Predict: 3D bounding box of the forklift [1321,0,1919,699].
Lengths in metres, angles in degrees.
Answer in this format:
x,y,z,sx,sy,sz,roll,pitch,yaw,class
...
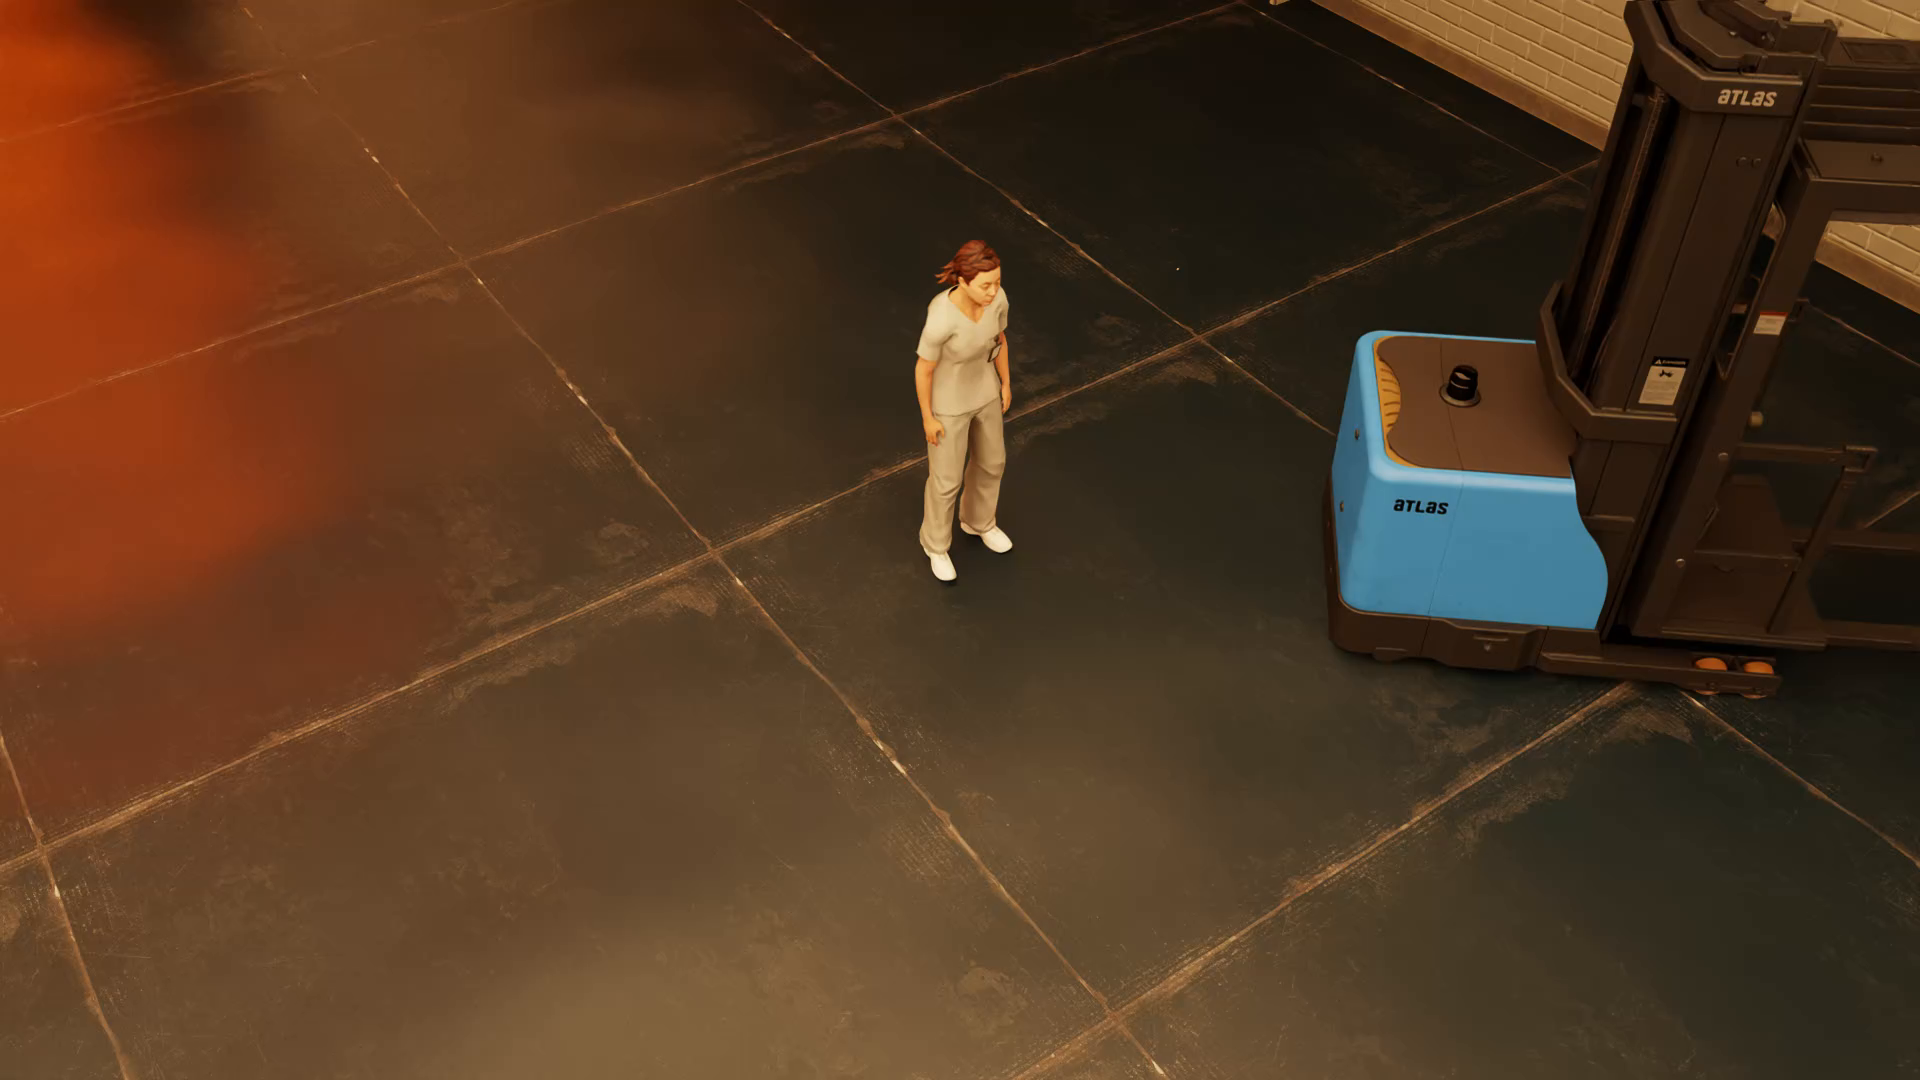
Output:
x,y,z,sx,sy,sz,roll,pitch,yaw,class
3.183,-0.780,6.562,3.031,2.935,1.130,4,43,5,forklift

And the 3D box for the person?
x,y,z,sx,sy,sz,roll,pitch,yaw,class
0.027,-0.595,7.291,0.495,1.672,0.361,-27,49,-26,person
